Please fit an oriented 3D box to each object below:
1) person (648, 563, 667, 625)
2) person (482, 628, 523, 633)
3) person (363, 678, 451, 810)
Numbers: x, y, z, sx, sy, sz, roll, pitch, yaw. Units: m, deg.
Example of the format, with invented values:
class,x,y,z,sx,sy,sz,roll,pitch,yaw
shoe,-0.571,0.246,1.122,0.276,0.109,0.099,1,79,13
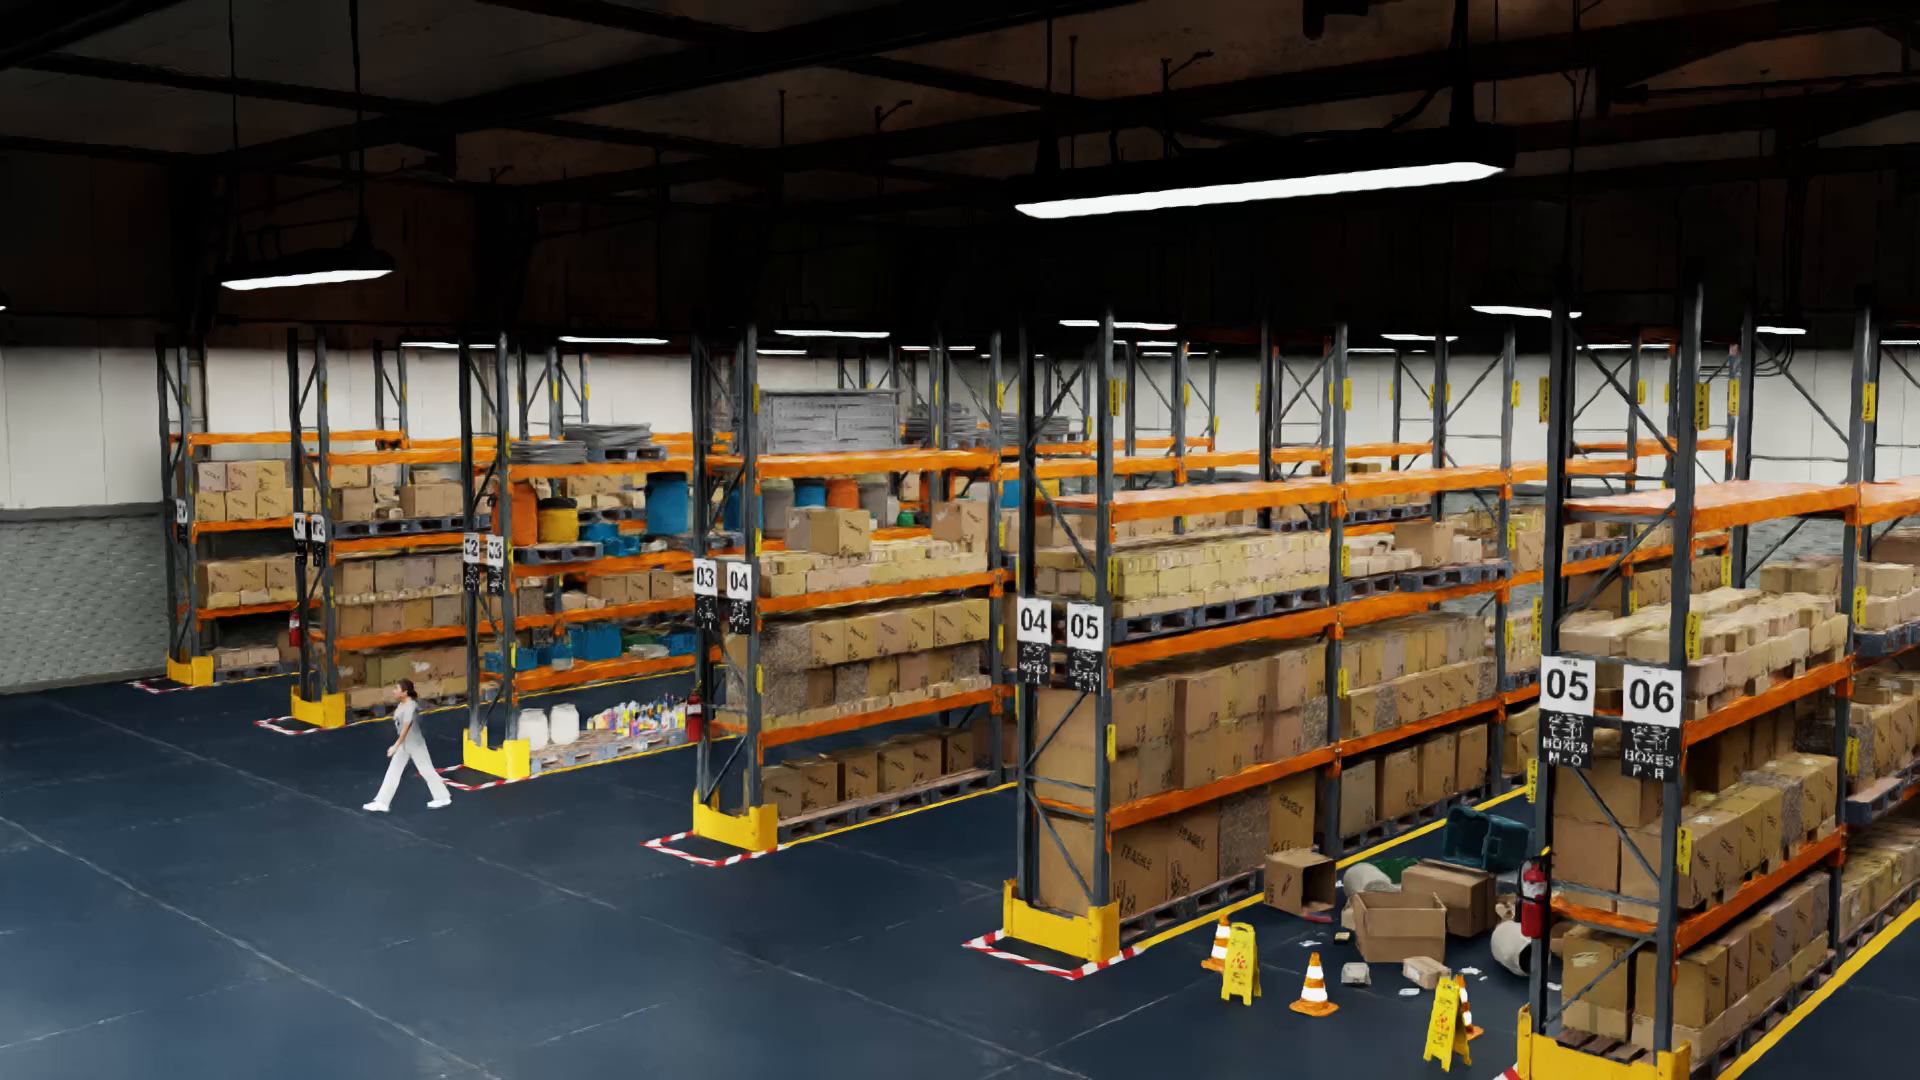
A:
class,x,y,z,sx,sy,sz,roll,pitch,yaw
person,-6.168,1.116,34.152,0.443,1.661,0.545,2,6,20
person,-8.152,1.494,29.628,0.703,1.764,0.567,-2,6,-17
person,-6.678,2.464,20.070,1.006,1.601,0.446,-4,7,-37
